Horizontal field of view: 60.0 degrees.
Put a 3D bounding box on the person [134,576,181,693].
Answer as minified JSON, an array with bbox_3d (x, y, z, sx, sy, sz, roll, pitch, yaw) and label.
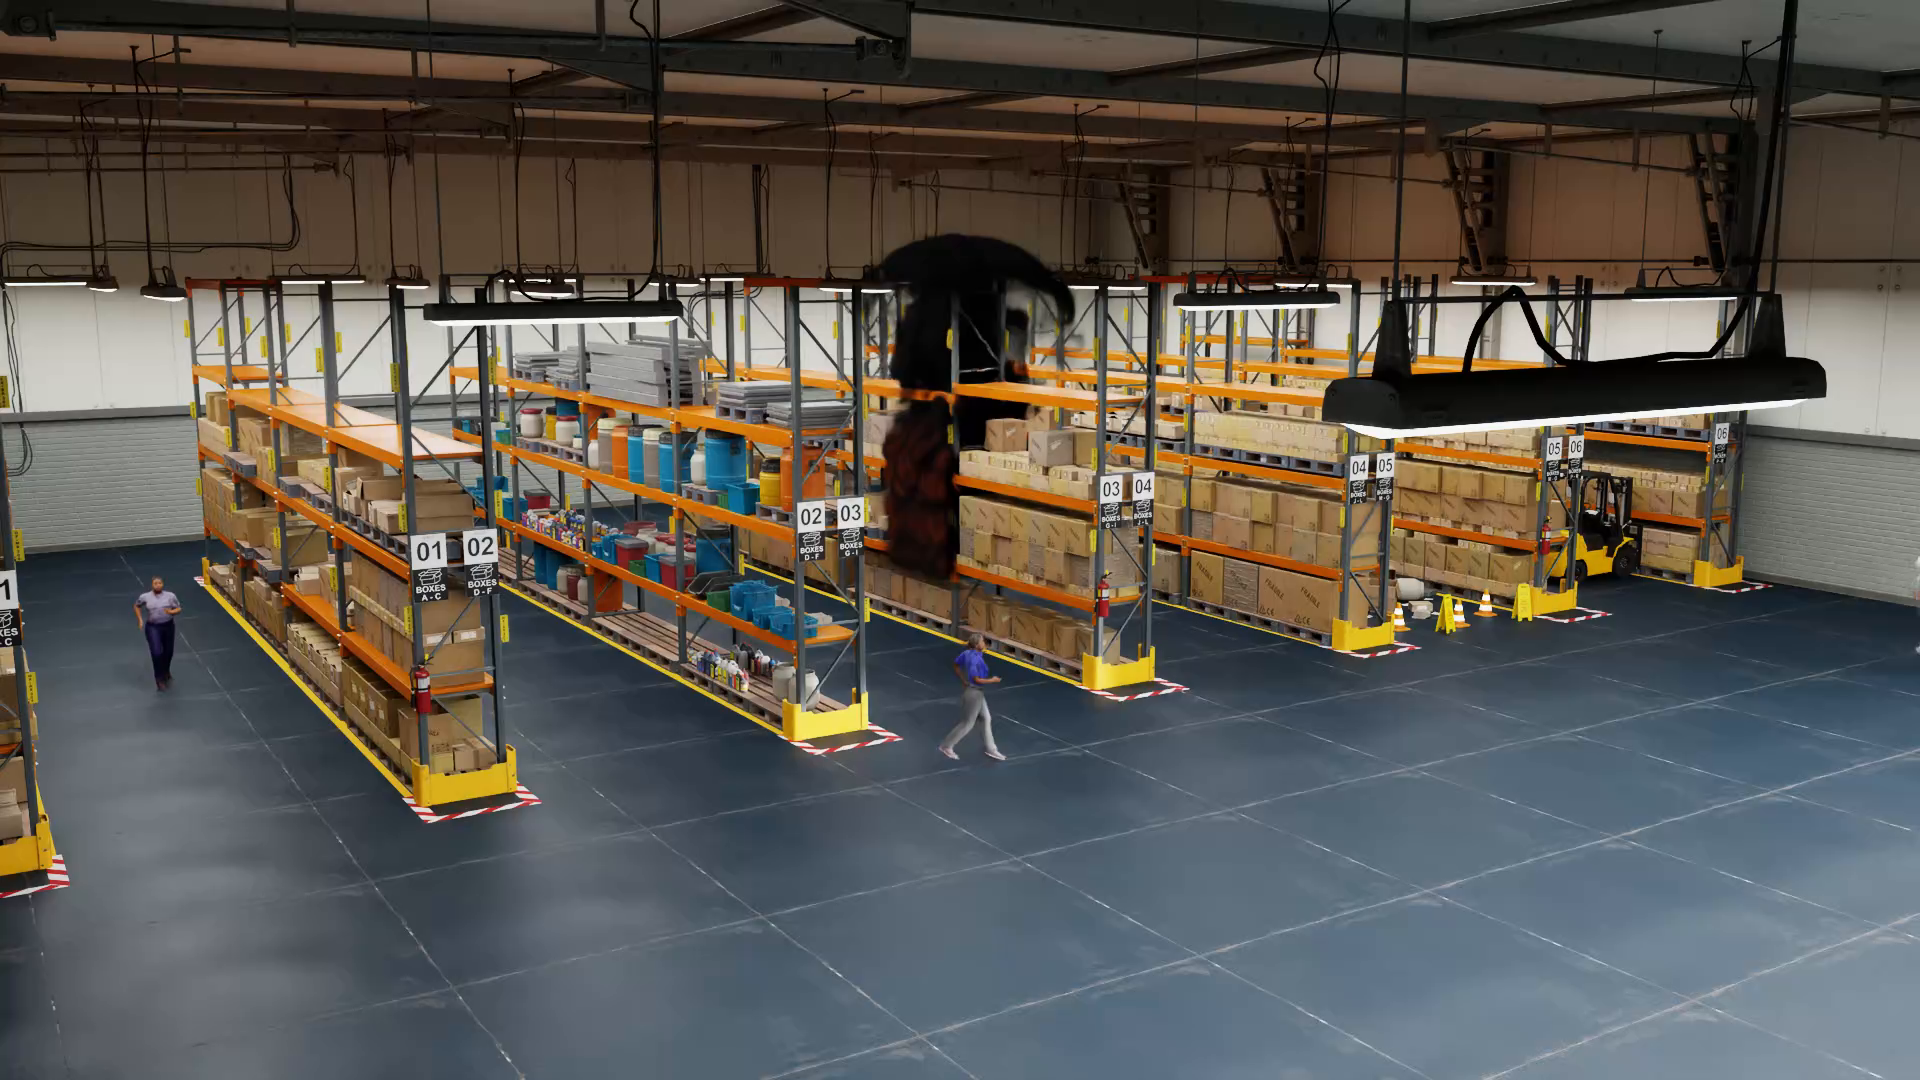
[{"bbox_3d":[-11.962,1.369,24.877,0.589,1.688,0.830,-7,12,-37],"label":"person"}]

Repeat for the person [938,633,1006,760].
[{"bbox_3d":[0.158,2.006,21.079,0.881,1.683,0.571,-1,10,-4],"label":"person"}]
